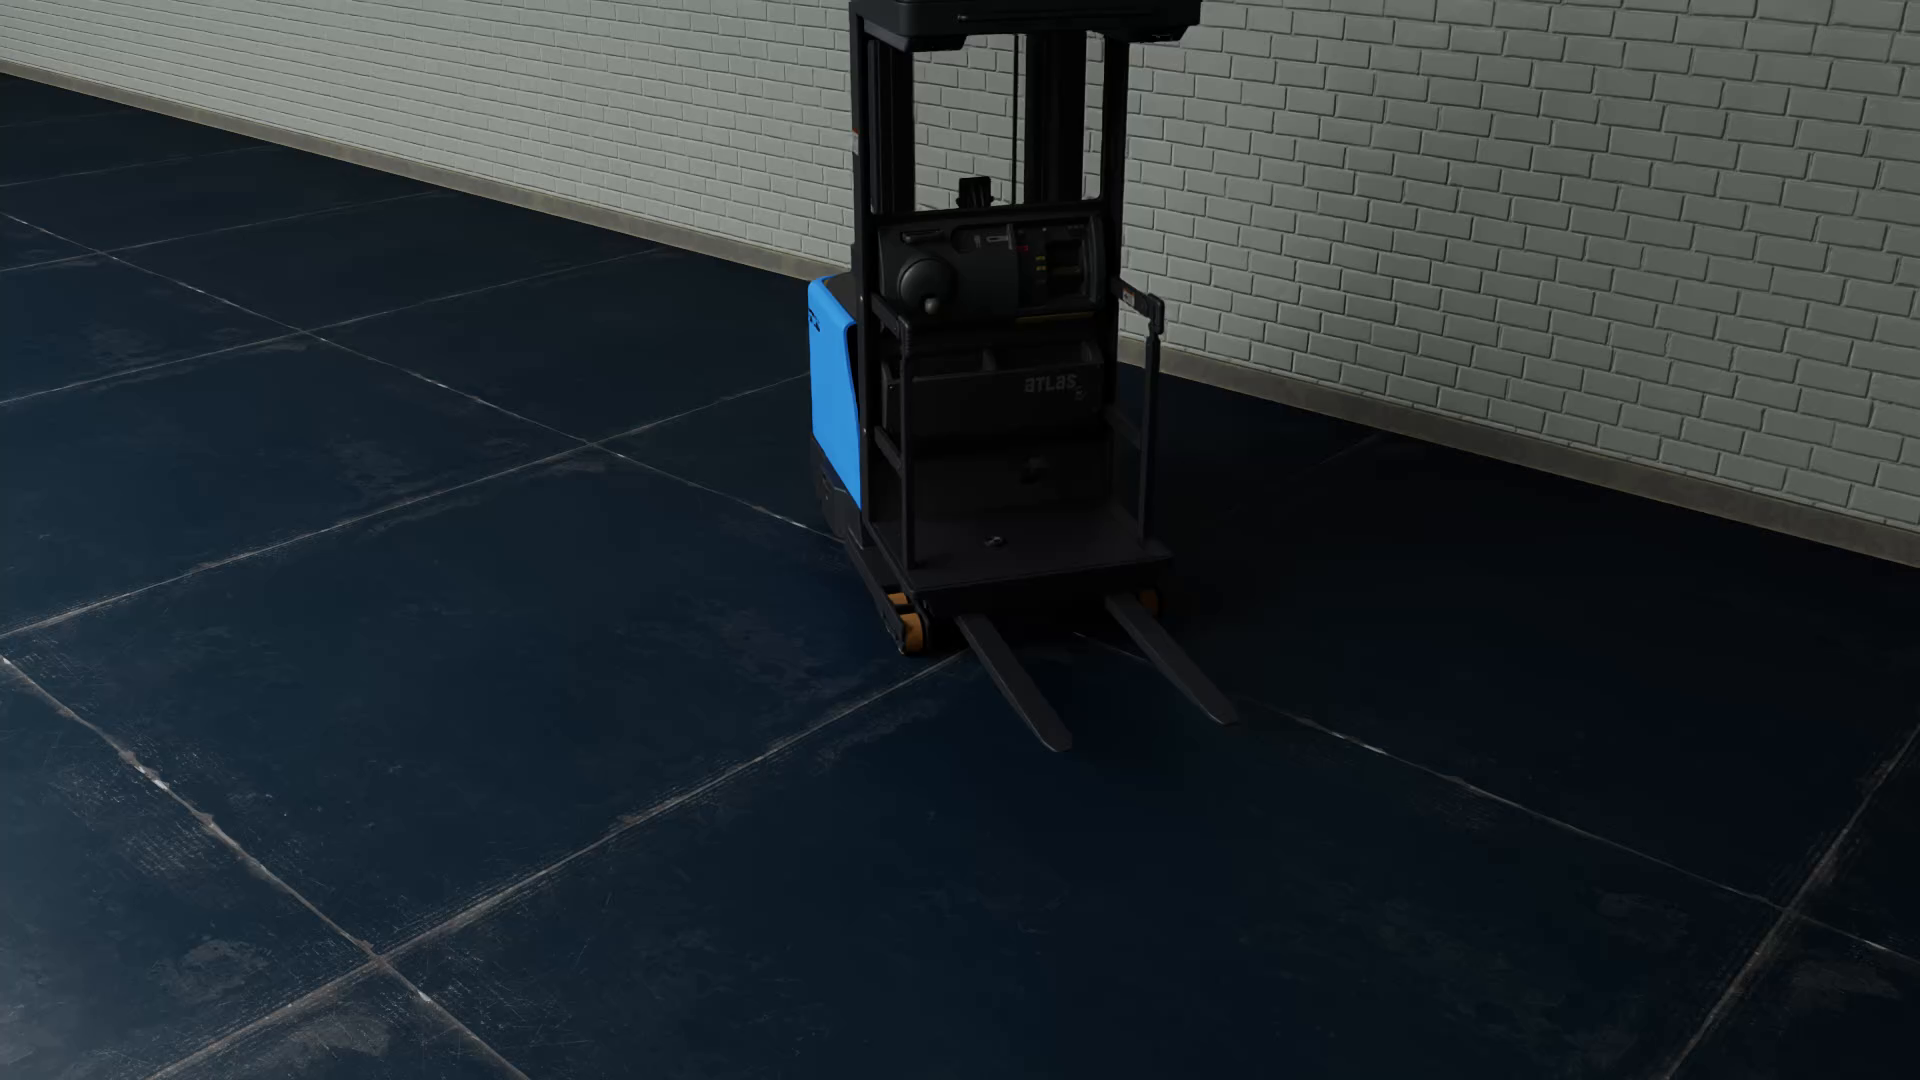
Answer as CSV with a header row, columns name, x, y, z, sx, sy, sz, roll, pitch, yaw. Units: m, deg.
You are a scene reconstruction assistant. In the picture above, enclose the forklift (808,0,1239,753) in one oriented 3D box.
name,x,y,z,sx,sy,sz,roll,pitch,yaw
forklift,0.196,-1.064,6.404,1.130,2.935,3.031,-7,25,-15
